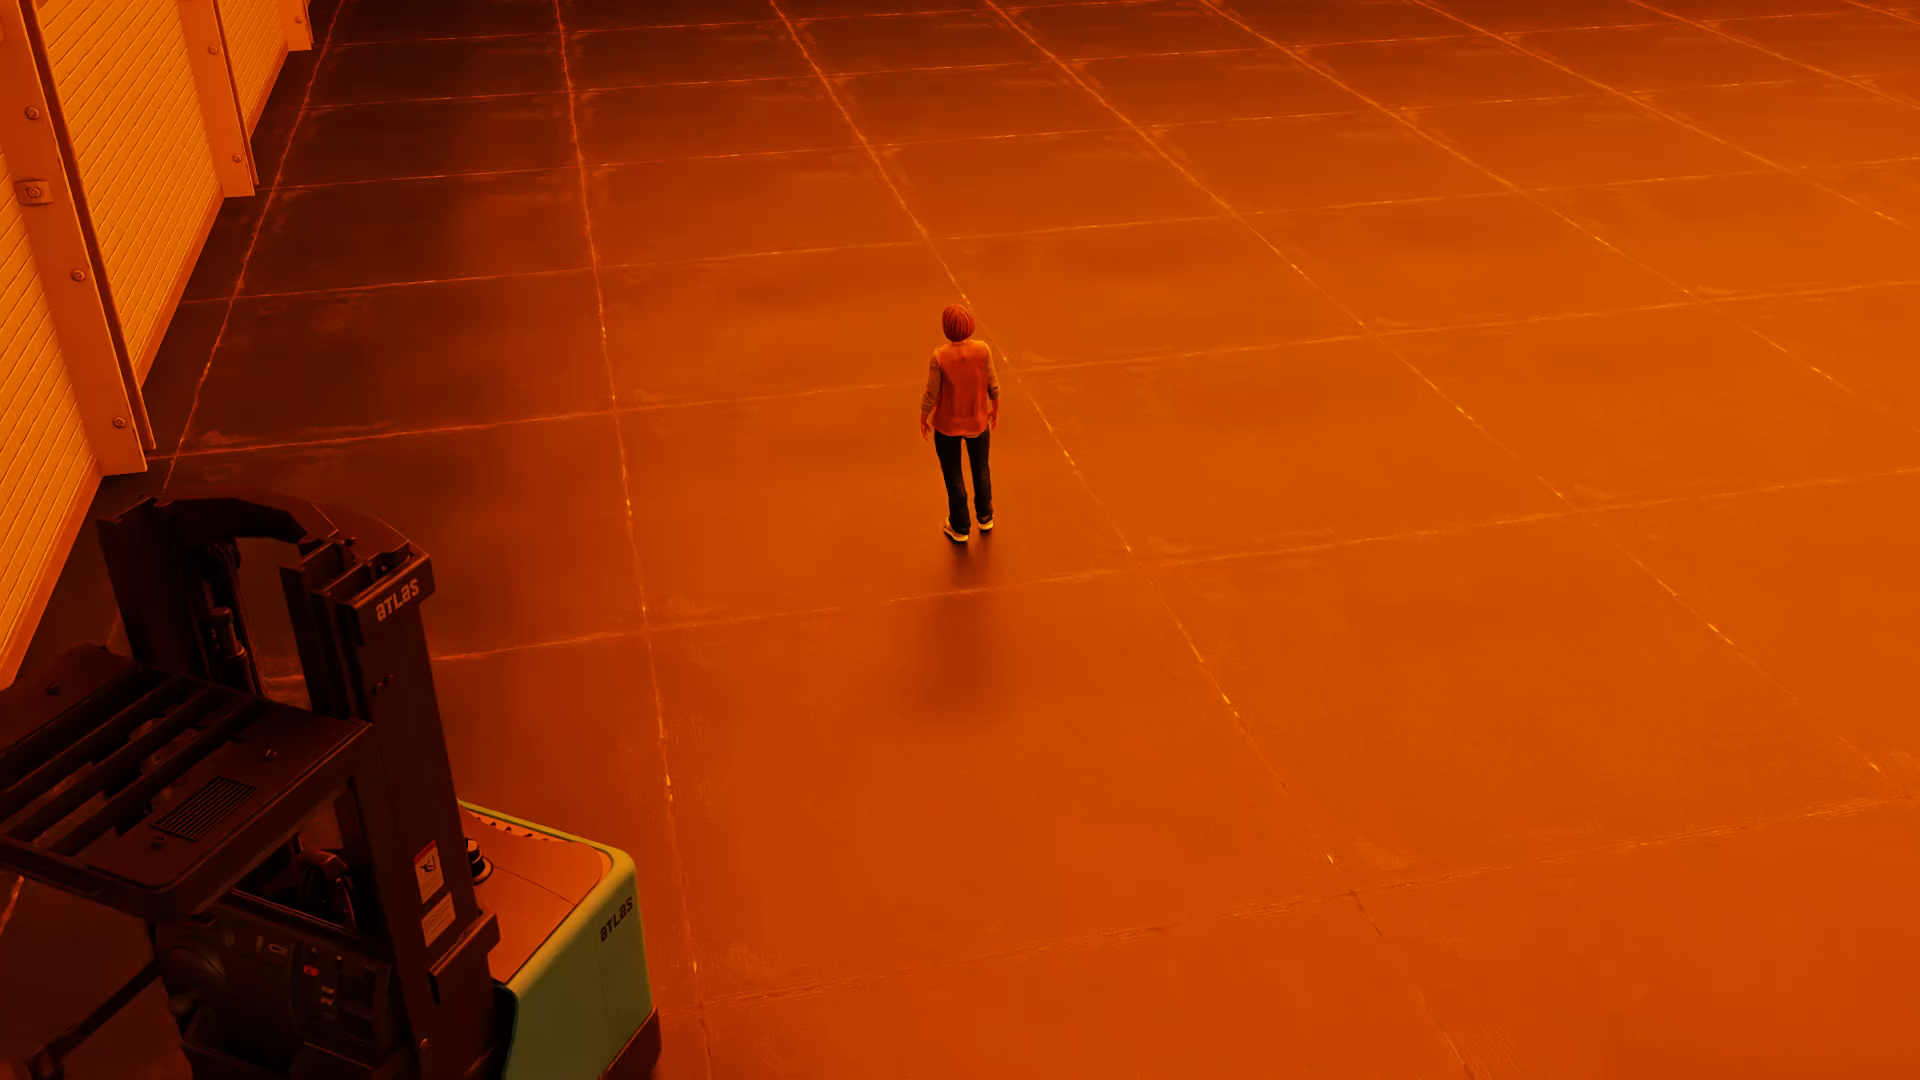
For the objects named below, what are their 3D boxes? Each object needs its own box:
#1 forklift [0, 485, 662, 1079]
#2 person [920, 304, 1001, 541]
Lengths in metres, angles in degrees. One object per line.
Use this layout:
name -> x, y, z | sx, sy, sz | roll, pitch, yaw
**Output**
forklift -> -2.260, 1.433, 5.099 | 1.130, 2.935, 3.031 | 12, 32, 20
person -> -0.004, -0.736, 10.162 | 0.520, 1.599, 0.473 | -7, 31, -12
